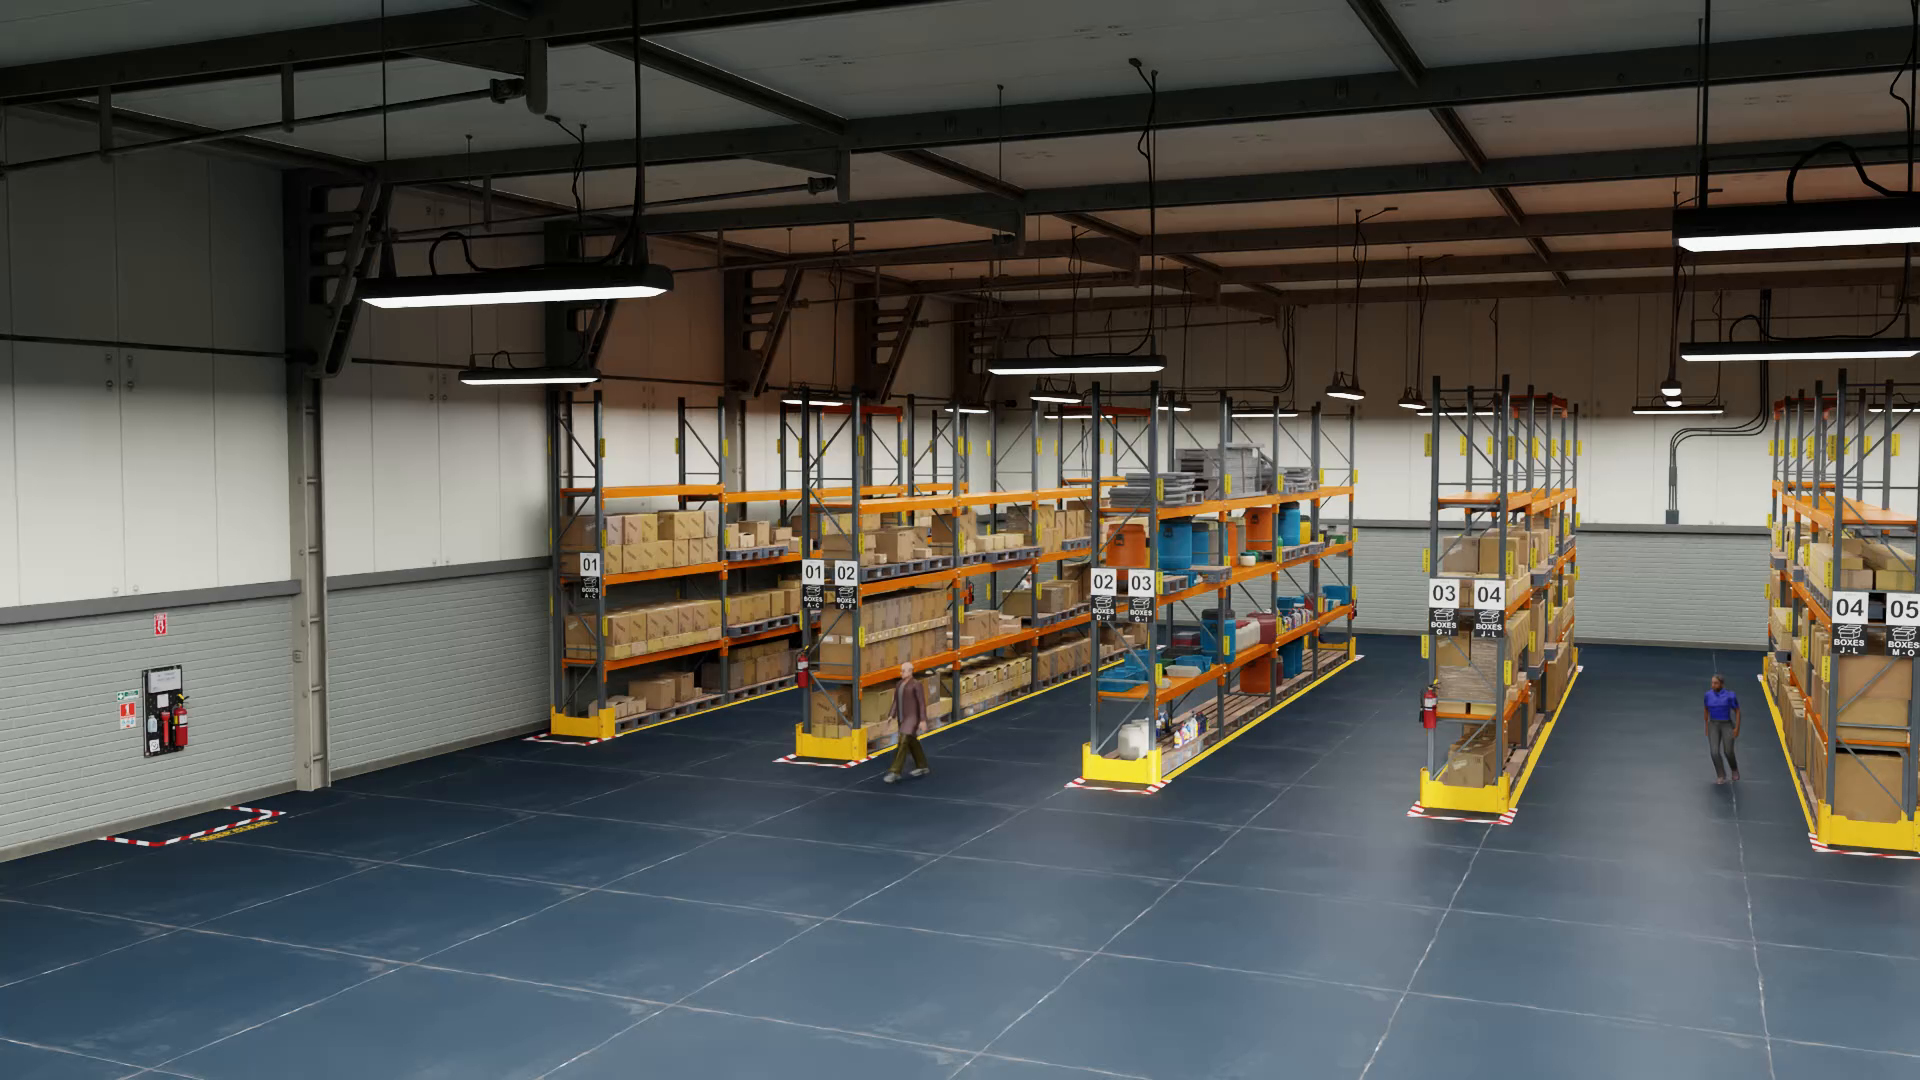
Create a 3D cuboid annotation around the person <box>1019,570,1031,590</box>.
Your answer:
[{"bbox_3d":[1.826,1.667,44.872,1.138,1.731,0.505,2,4,38],"label":"person"}]

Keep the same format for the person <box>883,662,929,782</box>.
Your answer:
[{"bbox_3d":[-0.850,2.719,25.066,0.985,1.744,0.621,-2,4,-33],"label":"person"}]

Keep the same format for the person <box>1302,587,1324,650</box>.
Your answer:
[{"bbox_3d":[8.732,1.910,41.275,1.067,1.586,0.493,-2,4,-33],"label":"person"}]

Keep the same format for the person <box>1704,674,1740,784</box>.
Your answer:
[{"bbox_3d":[11.426,2.814,24.911,0.522,1.641,0.486,3,4,40],"label":"person"}]
